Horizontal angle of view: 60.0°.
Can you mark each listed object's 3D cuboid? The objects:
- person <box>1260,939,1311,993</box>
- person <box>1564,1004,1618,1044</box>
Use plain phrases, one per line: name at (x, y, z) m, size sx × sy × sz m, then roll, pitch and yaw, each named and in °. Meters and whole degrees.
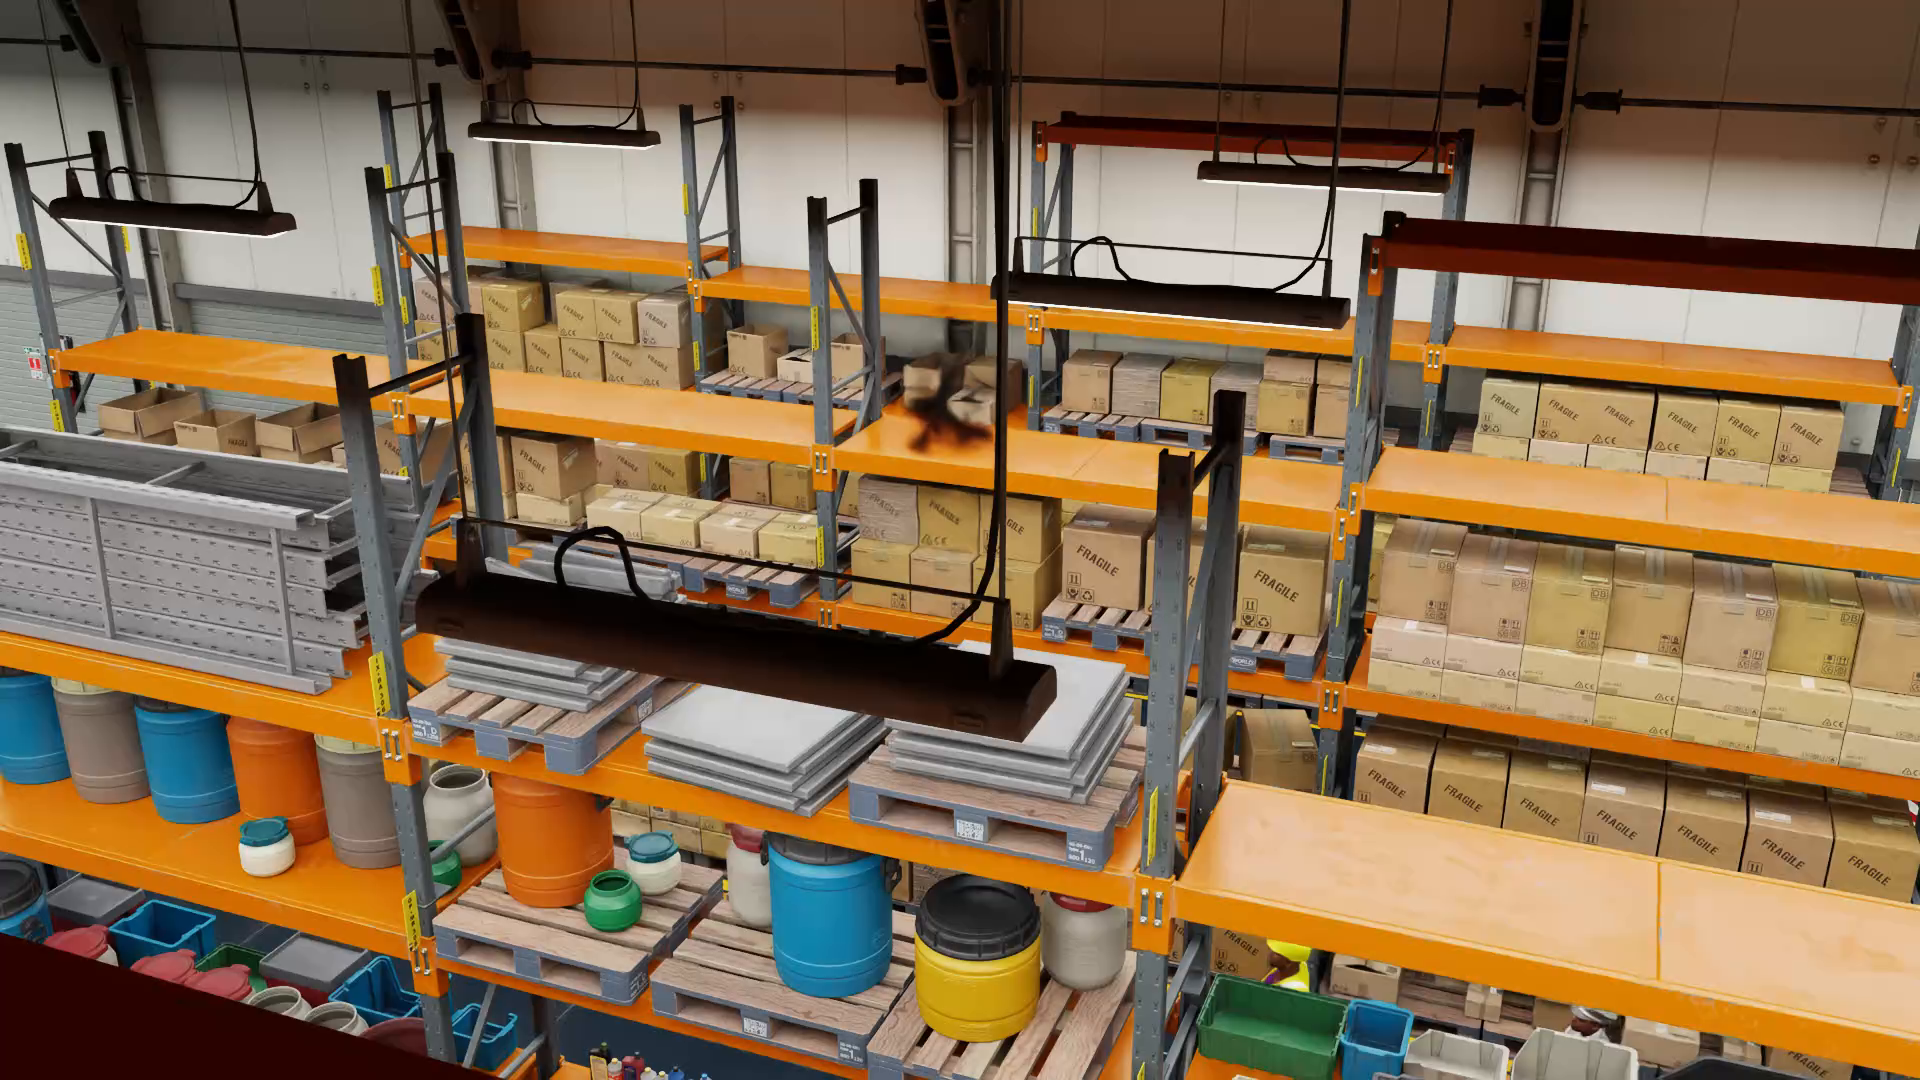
person at (2.068, 3.360, 11.118) m, size 0.582 × 1.721 × 0.688 m, roll 5°, pitch 21°, yaw 12°
person at (3.976, 3.606, 10.565) m, size 0.808 × 1.750 × 0.554 m, roll 3°, pitch 21°, yaw 7°
